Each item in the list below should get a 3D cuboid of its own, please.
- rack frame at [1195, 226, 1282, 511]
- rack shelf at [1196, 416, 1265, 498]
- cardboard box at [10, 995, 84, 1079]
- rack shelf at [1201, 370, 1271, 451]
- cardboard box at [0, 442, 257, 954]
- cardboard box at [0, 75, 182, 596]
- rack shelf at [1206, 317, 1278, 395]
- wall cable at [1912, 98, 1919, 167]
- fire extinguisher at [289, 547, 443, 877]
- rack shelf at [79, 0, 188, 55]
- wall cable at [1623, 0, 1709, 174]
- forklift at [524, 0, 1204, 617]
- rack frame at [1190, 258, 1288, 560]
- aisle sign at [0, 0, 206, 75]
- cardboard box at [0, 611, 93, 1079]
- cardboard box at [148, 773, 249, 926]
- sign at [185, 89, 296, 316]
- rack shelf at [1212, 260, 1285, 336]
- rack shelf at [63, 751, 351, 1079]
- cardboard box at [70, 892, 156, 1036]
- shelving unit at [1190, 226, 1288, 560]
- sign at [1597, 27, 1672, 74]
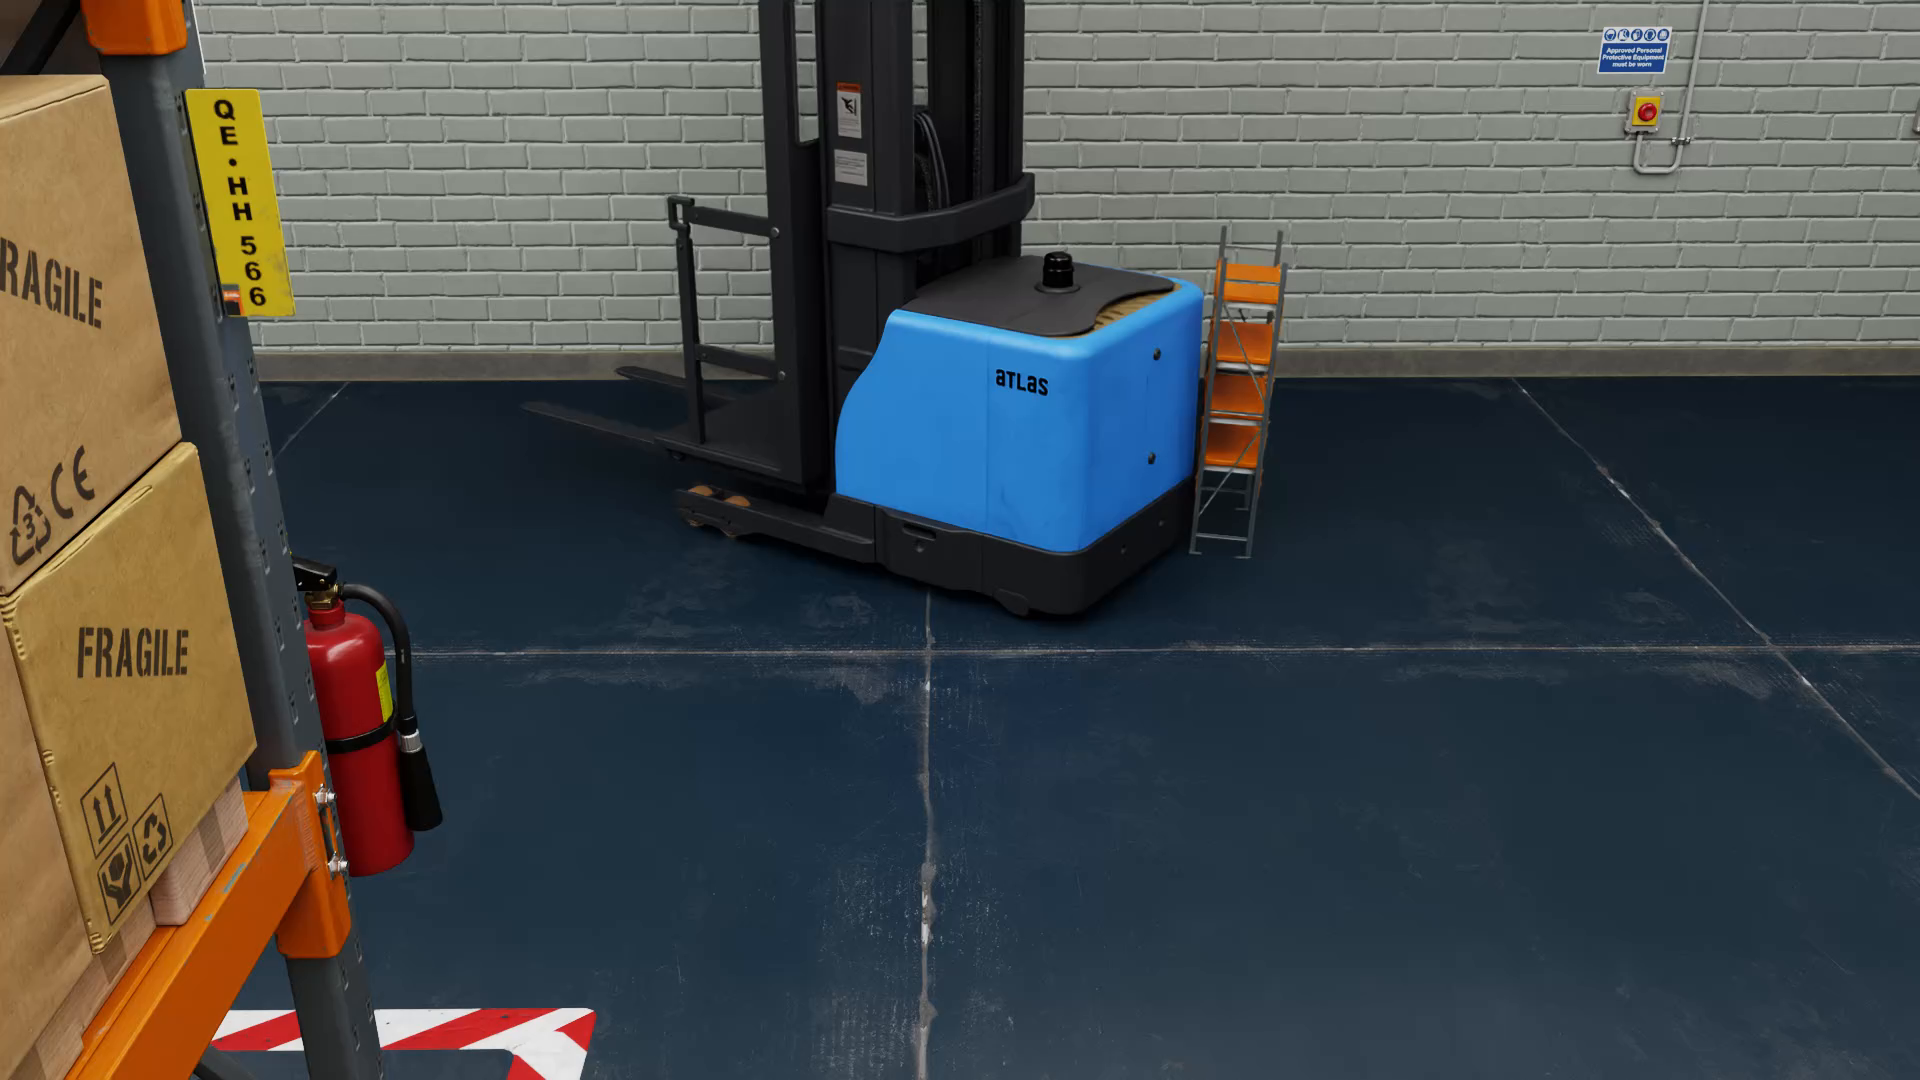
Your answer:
[{"bbox_3d":[1.119,-0.679,6.783,0.240,1.200,0.015,5,25,6],"label":"rack frame"},{"bbox_3d":[1.078,-0.338,6.673,0.258,0.148,0.480,5,25,6],"label":"rack shelf"},{"bbox_3d":[-1.313,0.641,1.997,0.380,0.149,0.250,0,24,-1],"label":"cardboard box"},{"bbox_3d":[1.086,-0.518,6.590,0.258,0.148,0.480,5,25,6],"label":"rack shelf"},{"bbox_3d":[-1.319,0.191,2.206,0.500,0.500,0.500,0,24,1],"label":"cardboard box"},{"bbox_3d":[-1.328,-0.261,1.992,0.500,0.500,0.500,-1,24,-2],"label":"cardboard box"},{"bbox_3d":[1.094,-0.721,6.497,0.258,0.148,0.480,5,25,6],"label":"rack shelf"},{"bbox_3d":[4.700,-2.674,7.788,0.588,1.984,0.122,0,24,-1],"label":"wall cable"},{"bbox_3d":[-1.123,0.287,3.021,0.296,0.674,0.183,0,24,-1],"label":"fire extinguisher"},{"bbox_3d":[-1.560,-0.027,0.403,1.077,0.370,4.000,0,24,-1],"label":"rack shelf"},{"bbox_3d":[3.282,-2.677,7.757,0.585,1.953,0.123,0,24,-1],"label":"wall cable"},{"bbox_3d":[-0.561,-1.514,6.541,3.031,2.935,1.130,16,29,31],"label":"forklift"},{"bbox_3d":[1.057,-0.479,6.342,0.240,1.200,0.015,5,25,6],"label":"rack frame"},{"bbox_3d":[-1.282,-1.028,2.228,0.394,0.787,0.004,0,24,-1],"label":"aisle sign"},{"bbox_3d":[-1.319,0.403,1.737,0.500,0.500,0.500,-1,24,-1],"label":"cardboard box"},{"bbox_3d":[-1.296,0.435,2.452,0.380,0.149,0.250,0,24,0],"label":"cardboard box"},{"bbox_3d":[-1.027,-0.478,2.378,0.100,0.325,0.005,0,24,-1],"label":"sign"},{"bbox_3d":[1.104,-0.936,6.398,0.258,0.148,0.480,5,25,6],"label":"rack shelf"},{"bbox_3d":[-1.560,1.340,1.021,1.077,0.370,4.000,0,24,-1],"label":"rack shelf"},{"bbox_3d":[-1.330,0.538,2.225,0.380,0.149,0.250,0,24,-1],"label":"cardboard box"},{"bbox_3d":[1.088,-0.579,6.562,0.258,1.200,0.503,5,25,6],"label":"shelving unit"},{"bbox_3d":[3.233,-2.348,7.973,0.327,0.218,0.001,0,24,-1],"label":"sign"}]
